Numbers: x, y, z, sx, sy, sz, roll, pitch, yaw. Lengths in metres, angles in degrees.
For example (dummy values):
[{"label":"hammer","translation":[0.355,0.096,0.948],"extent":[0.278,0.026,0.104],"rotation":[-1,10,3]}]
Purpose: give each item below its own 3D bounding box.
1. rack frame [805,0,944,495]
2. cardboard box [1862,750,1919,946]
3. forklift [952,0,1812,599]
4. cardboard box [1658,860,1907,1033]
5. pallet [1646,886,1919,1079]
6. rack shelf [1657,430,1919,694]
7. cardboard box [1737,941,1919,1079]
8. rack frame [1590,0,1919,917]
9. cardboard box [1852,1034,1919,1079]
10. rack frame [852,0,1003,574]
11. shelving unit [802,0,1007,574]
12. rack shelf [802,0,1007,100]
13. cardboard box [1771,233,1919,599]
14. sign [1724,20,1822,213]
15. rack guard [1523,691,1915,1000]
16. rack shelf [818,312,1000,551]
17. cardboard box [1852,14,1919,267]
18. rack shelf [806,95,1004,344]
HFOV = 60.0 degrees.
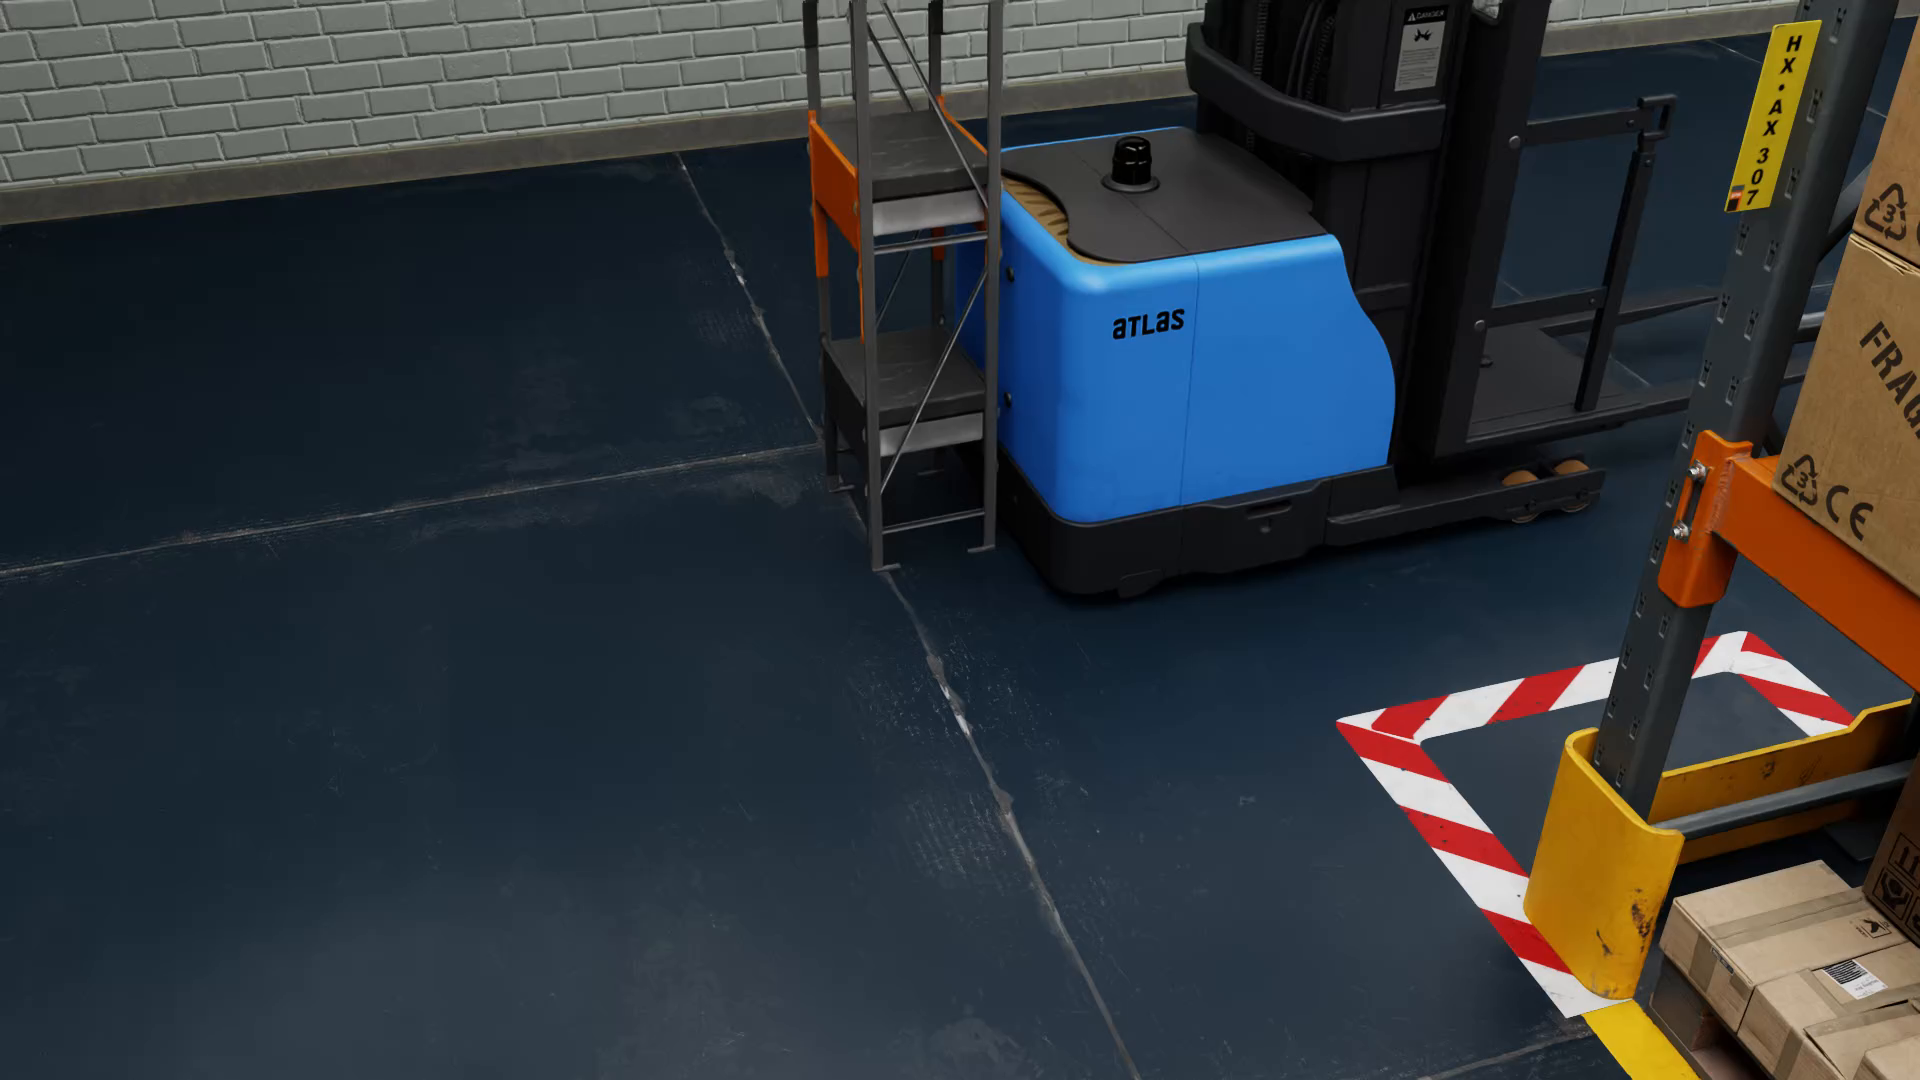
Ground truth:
[{"label":"rack frame","translation":[-0.245,-1.066,4.959],"extent":[0.400,2.100,0.015],"rotation":[-11,35,-16]},{"label":"cardboard box","translation":[2.300,0.657,3.403],"extent":[0.500,0.500,0.500],"rotation":[-10,35,-15]},{"label":"forklift","translation":[1.544,-1.539,4.921],"extent":[3.031,2.935,1.130],"rotation":[-11,35,-16]},{"label":"cardboard box","translation":[1.700,0.837,3.449],"extent":[0.380,0.149,0.250],"rotation":[-10,35,-15]},{"label":"pallet","translation":[2.167,1.176,3.280],"extent":[1.003,0.211,1.213],"rotation":[-10,35,-15]},{"label":"rack shelf","translation":[2.510,0.904,1.814],"extent":[1.077,0.370,4.000],"rotation":[-10,35,-15]},{"label":"cardboard box","translation":[1.776,0.961,3.246],"extent":[0.380,0.166,0.250],"rotation":[-10,35,-15]},{"label":"rack frame","translation":[1.900,-0.446,3.205],"extent":[1.000,3.000,0.127],"rotation":[-10,35,-15]},{"label":"cardboard box","translation":[1.948,1.113,2.940],"extent":[0.500,0.250,0.500],"rotation":[-10,35,-15]},{"label":"rack frame","translation":[-0.080,-0.813,4.576],"extent":[0.400,2.100,0.015],"rotation":[-11,35,-16]},{"label":"shelving unit","translation":[-0.162,-0.940,4.768],"extent":[0.431,2.100,0.503],"rotation":[-11,35,-16]},{"label":"rack shelf","translation":[-0.162,-1.512,4.389],"extent":[0.431,0.518,0.480],"rotation":[-11,35,-16]},{"label":"cardboard box","translation":[1.784,-0.211,2.757],"extent":[0.500,0.500,0.500],"rotation":[-9,35,-14]},{"label":"sign","translation":[1.383,-0.716,2.828],"extent":[0.100,0.325,0.005],"rotation":[-10,35,-15]},{"label":"rack guard","translation":[1.923,0.636,3.833],"extent":[1.175,0.500,0.348],"rotation":[-10,35,-15]},{"label":"rack shelf","translation":[-0.162,-0.344,5.161],"extent":[0.431,0.518,0.480],"rotation":[-11,35,-16]},{"label":"cardboard box","translation":[1.784,-0.628,2.482],"extent":[0.500,0.500,0.500],"rotation":[-9,35,-13]},{"label":"rack shelf","translation":[-0.162,-0.928,4.775],"extent":[0.431,0.518,0.480],"rotation":[-11,35,-16]}]
